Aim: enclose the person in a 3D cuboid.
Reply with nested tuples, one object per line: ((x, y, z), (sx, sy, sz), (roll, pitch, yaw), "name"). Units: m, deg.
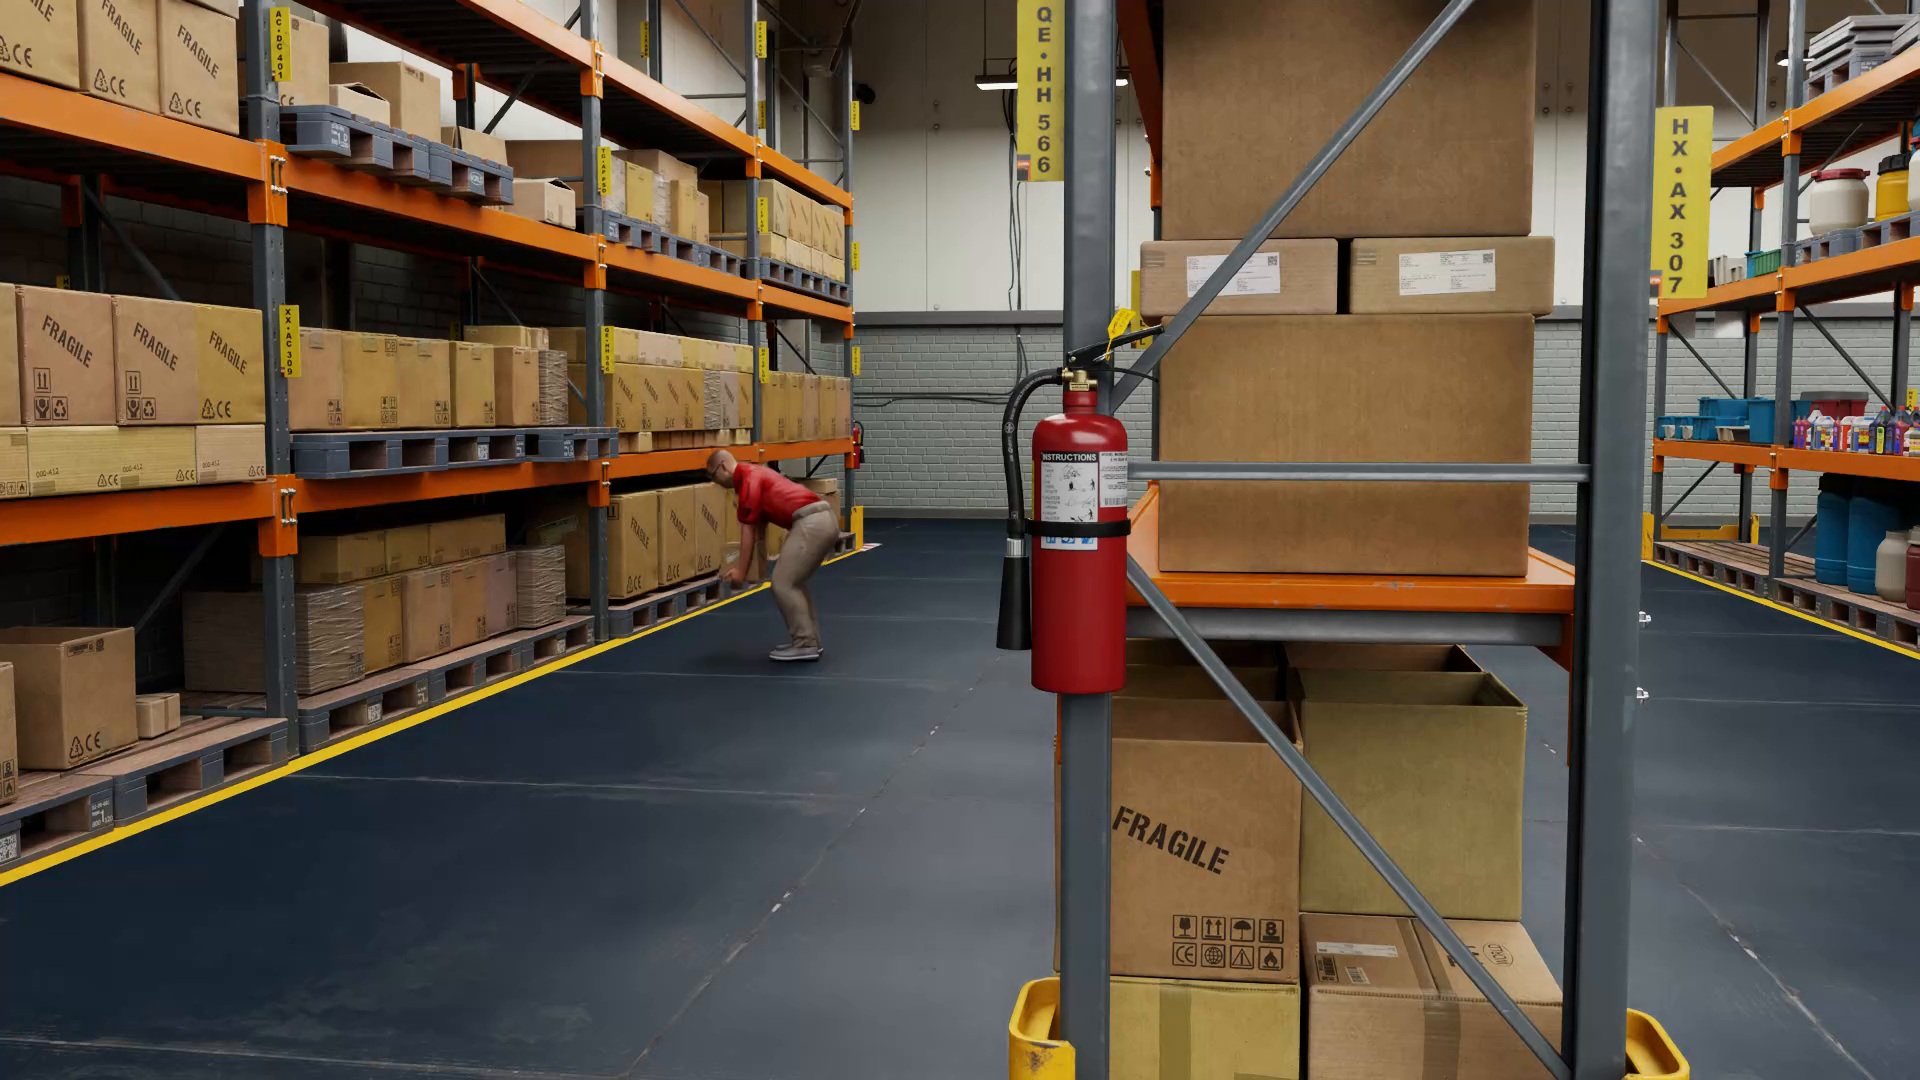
((-1.232, 0.091, 10.916), (0.867, 1.372, 0.479), (1, 4, 7), "person")
